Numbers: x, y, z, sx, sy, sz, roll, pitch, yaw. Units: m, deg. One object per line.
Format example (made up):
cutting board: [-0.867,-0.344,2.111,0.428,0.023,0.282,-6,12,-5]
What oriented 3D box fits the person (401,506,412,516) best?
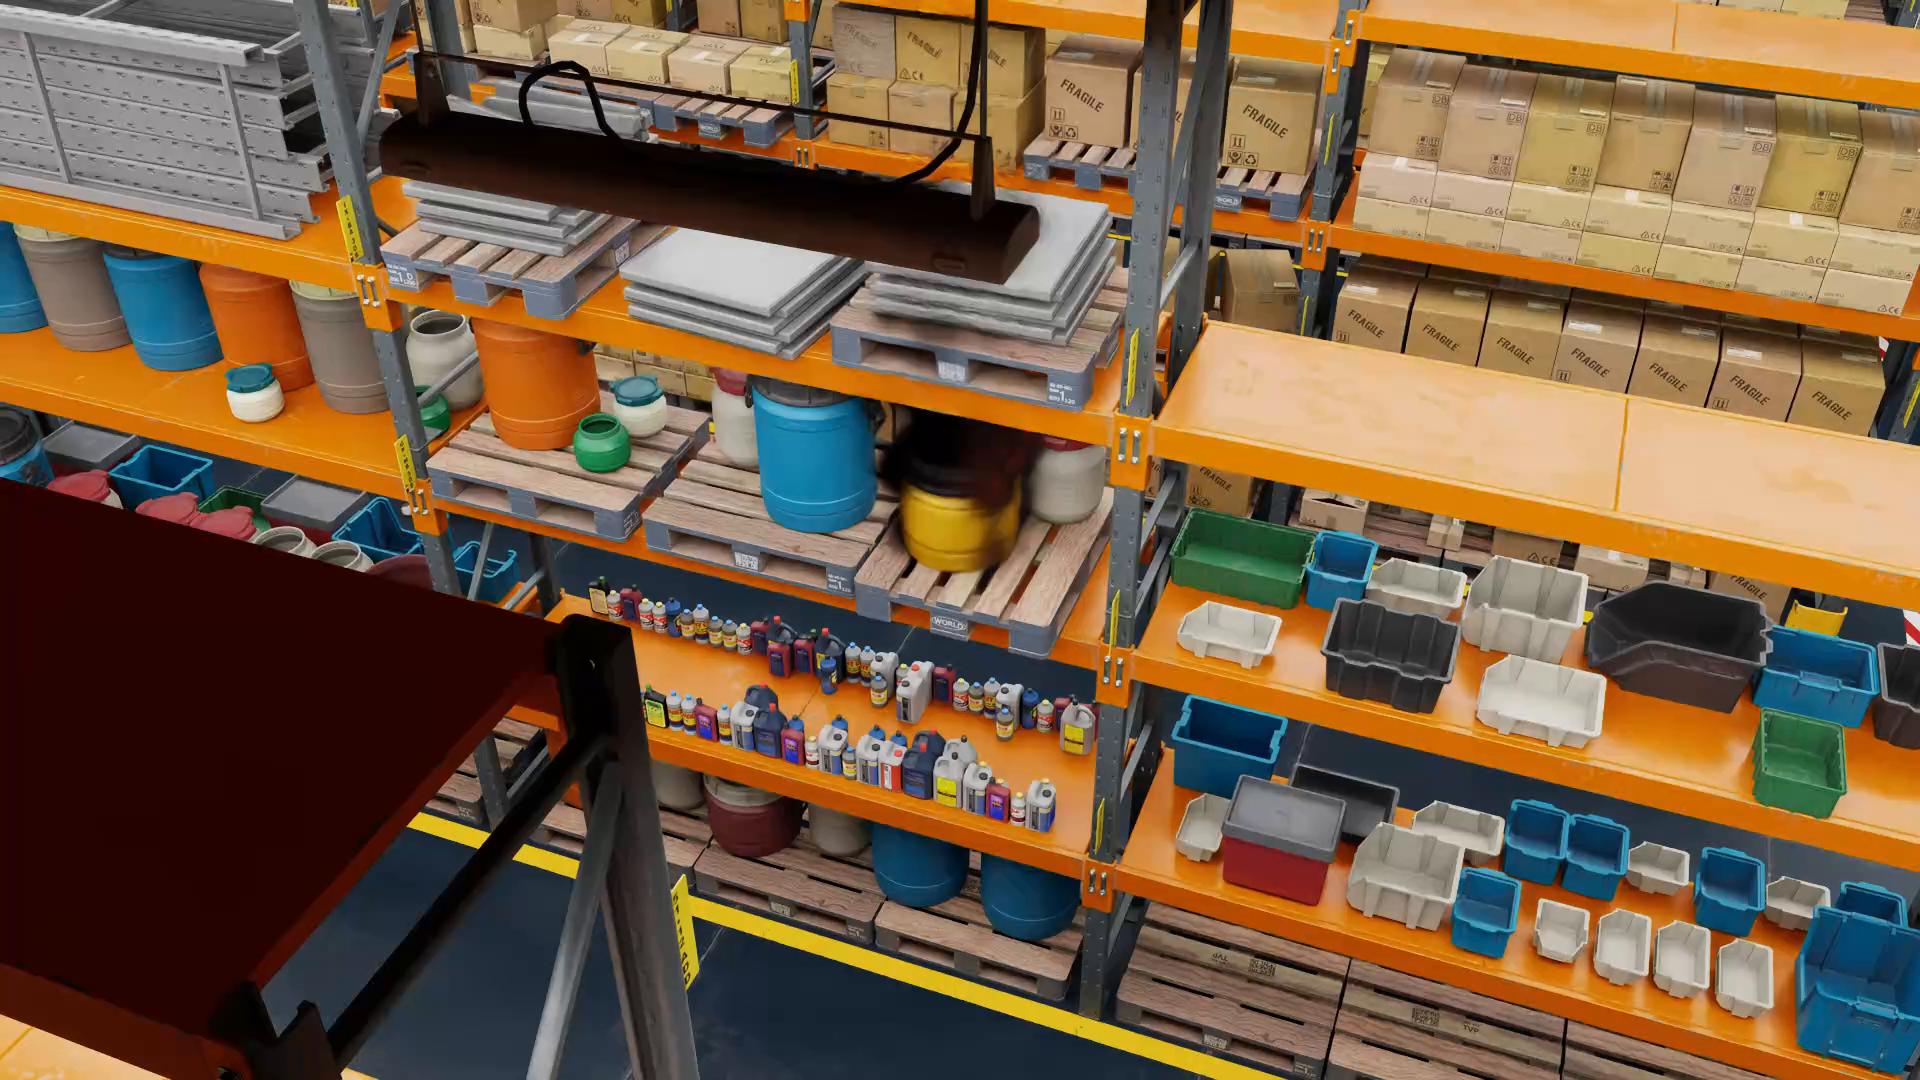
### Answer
person: [-4.354,-0.881,13.216,0.558,1.624,0.548,6,37,8]
